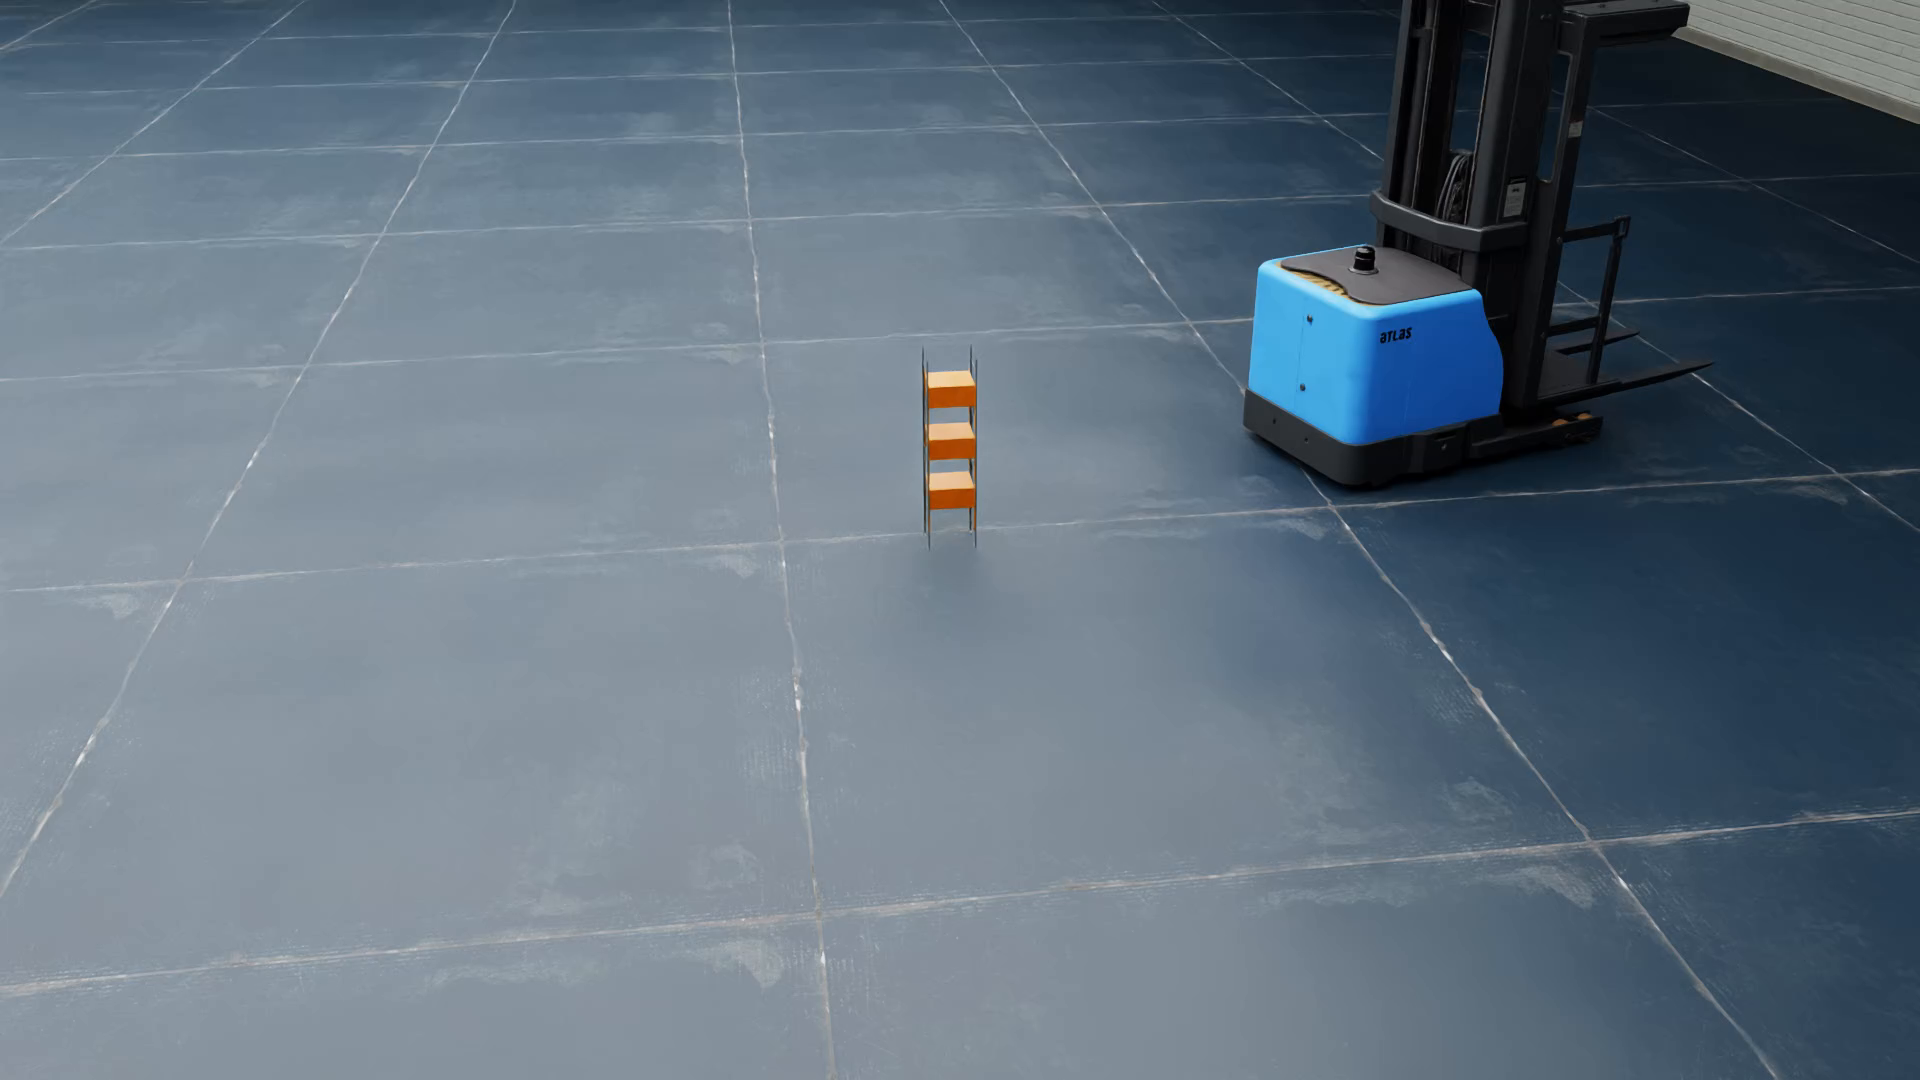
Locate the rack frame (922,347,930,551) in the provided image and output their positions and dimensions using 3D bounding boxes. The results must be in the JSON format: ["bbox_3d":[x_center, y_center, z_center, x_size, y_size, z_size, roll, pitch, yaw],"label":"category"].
[{"bbox_3d":[-0.174,-0.456,8.489,0.008,1.050,0.200,-4,27,-7],"label":"rack frame"}]

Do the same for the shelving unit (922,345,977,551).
[{"bbox_3d":[-0.053,-0.464,8.504,0.252,1.050,0.215,-4,27,-7],"label":"shelving unit"}]

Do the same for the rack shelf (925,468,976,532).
[{"bbox_3d":[-0.053,-0.207,8.635,0.240,0.259,0.215,-4,27,-7],"label":"rack shelf"}]

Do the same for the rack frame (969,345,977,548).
[{"bbox_3d":[0.068,-0.471,8.519,0.008,1.050,0.200,-4,27,-7],"label":"rack frame"}]

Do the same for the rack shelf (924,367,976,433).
[{"bbox_3d":[-0.053,-0.707,8.379,0.240,0.259,0.215,-4,27,-7],"label":"rack shelf"}]

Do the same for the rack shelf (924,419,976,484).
[{"bbox_3d":[-0.053,-0.454,8.509,0.240,0.259,0.215,-4,27,-7],"label":"rack shelf"}]

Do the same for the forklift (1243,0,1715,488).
[{"bbox_3d":[3.242,-2.050,9.535,3.031,2.935,1.130,-13,30,-24],"label":"forklift"}]
